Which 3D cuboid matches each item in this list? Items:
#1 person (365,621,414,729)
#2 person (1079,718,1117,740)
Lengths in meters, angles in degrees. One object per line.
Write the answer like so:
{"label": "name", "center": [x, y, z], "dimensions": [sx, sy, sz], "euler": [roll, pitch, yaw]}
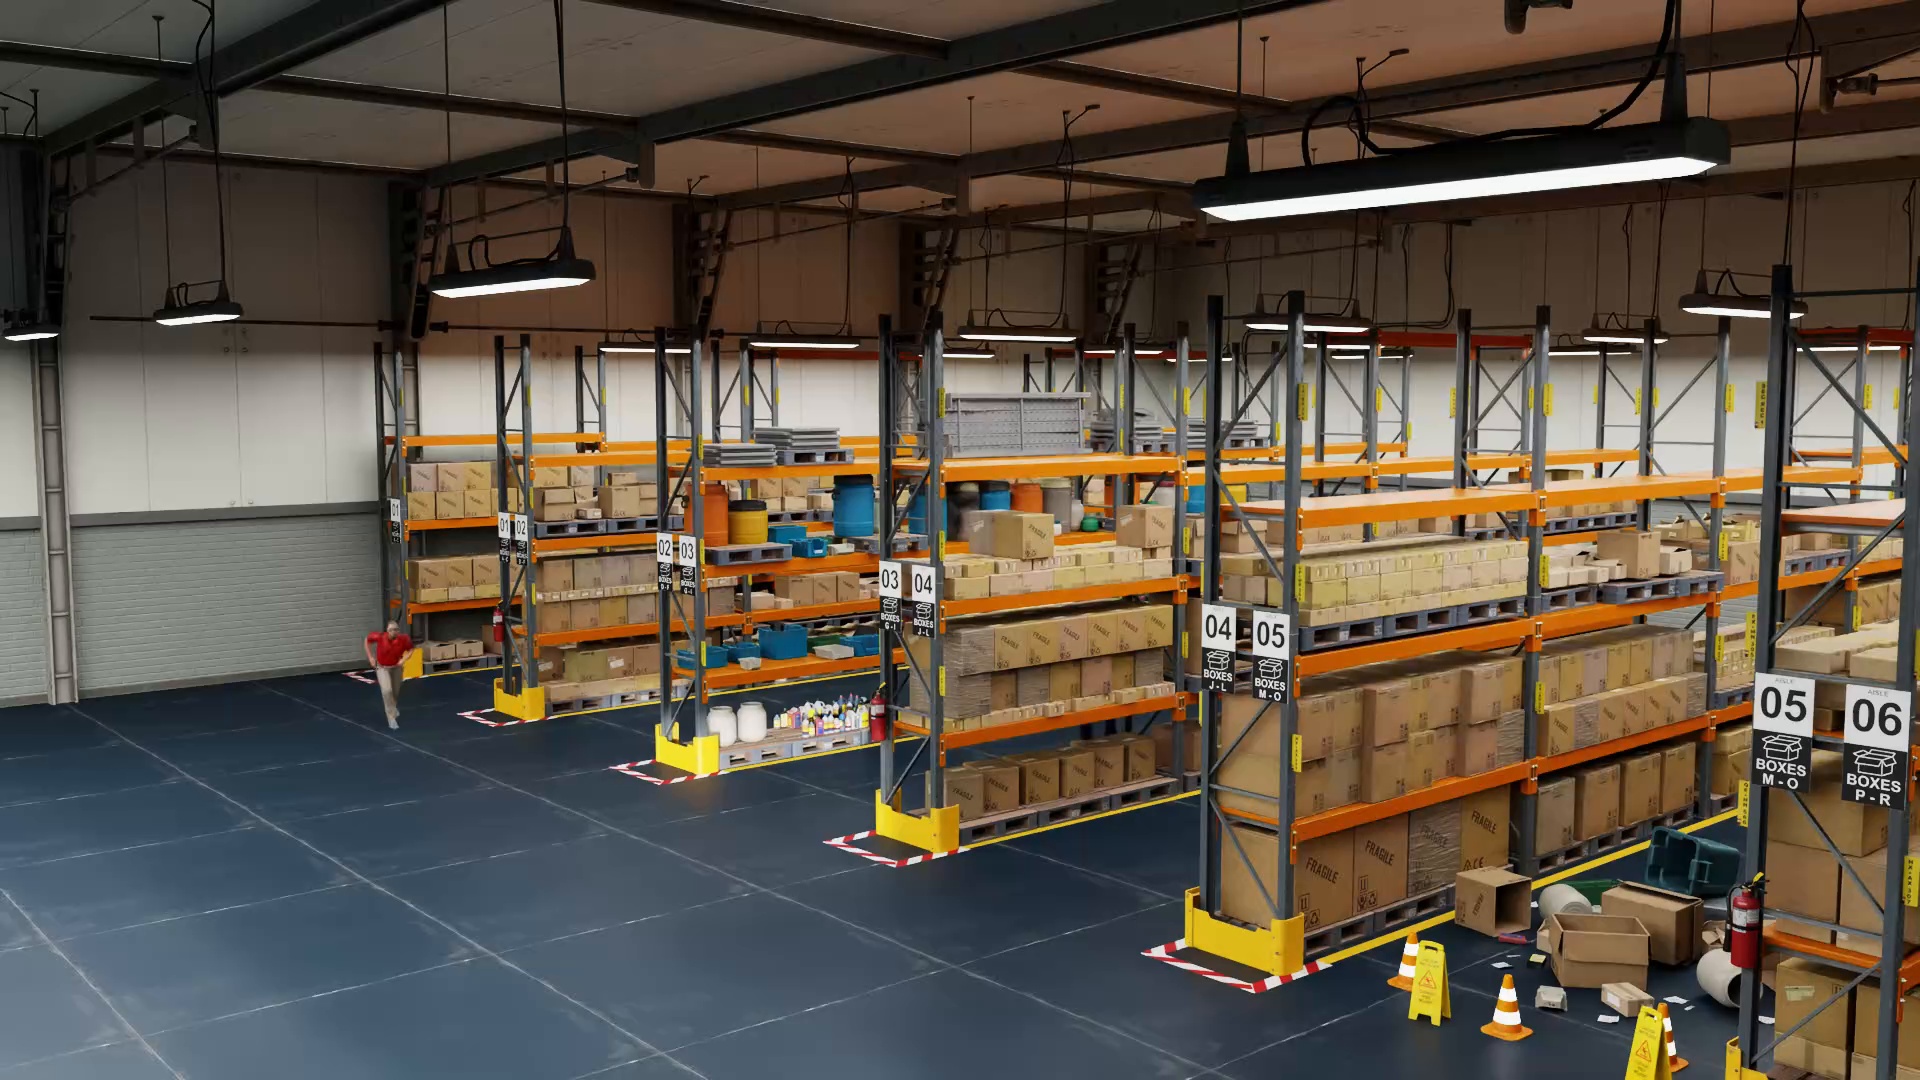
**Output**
{"label": "person", "center": [-8.794, 2.045, 25.647], "dimensions": [0.710, 1.701, 1.004], "euler": [-2, 6, -23]}
{"label": "person", "center": [1.869, 2.040, 23.036], "dimensions": [0.791, 1.738, 0.493], "euler": [-5, 7, -45]}
